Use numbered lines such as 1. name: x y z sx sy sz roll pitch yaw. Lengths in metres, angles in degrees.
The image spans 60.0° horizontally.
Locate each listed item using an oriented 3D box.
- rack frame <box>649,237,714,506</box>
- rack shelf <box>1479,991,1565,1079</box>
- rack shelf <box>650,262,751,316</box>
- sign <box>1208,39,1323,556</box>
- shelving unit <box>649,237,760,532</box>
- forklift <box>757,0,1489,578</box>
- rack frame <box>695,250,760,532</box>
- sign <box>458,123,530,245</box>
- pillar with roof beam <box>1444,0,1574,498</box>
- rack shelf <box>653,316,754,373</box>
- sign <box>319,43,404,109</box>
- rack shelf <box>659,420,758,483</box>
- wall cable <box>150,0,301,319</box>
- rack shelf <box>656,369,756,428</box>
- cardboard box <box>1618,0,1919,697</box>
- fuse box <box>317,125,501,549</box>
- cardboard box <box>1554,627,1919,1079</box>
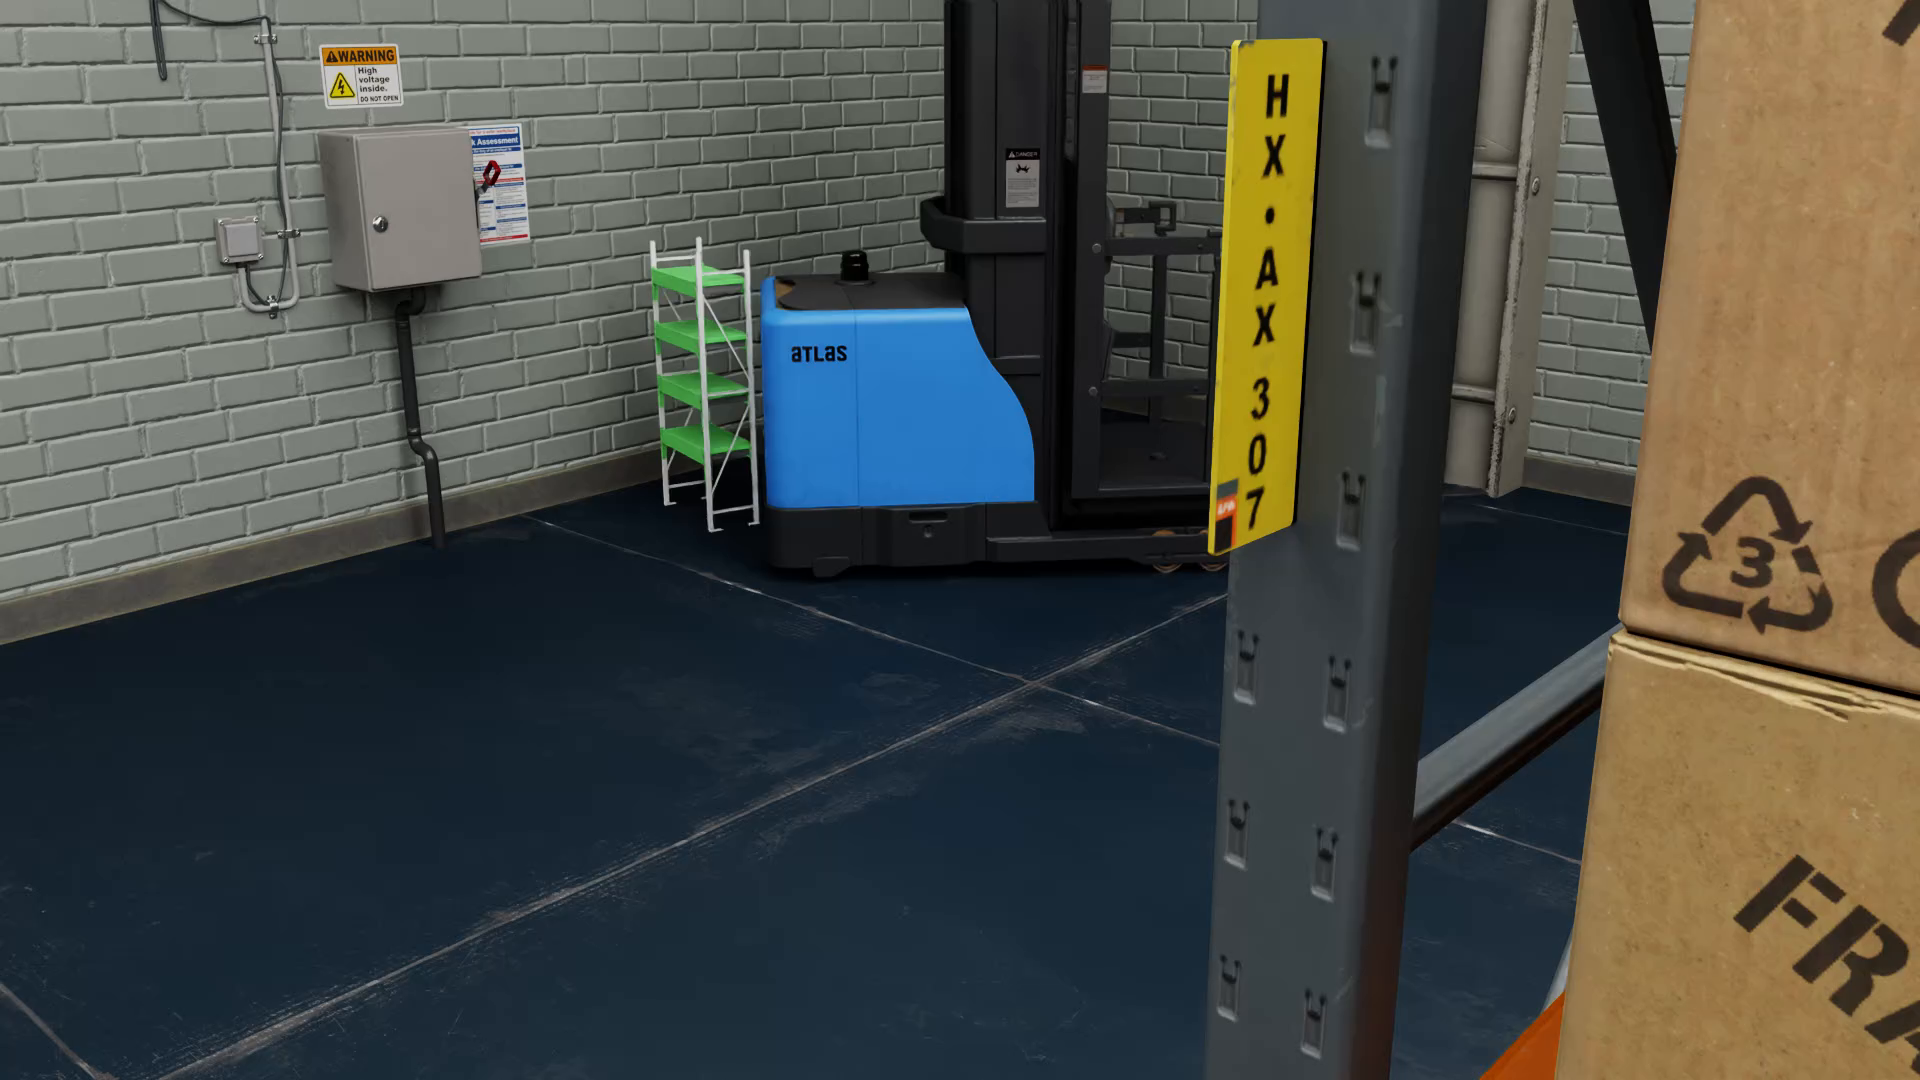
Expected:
1. rack frame: -1.251 -0.751 7.493 0.240 1.200 0.015 -11 21 -31
2. rack shelf: 2.067 0.915 0.458 4.000 0.370 1.077 15 23 39
3. rack shelf: -1.120 -1.085 7.171 0.258 0.148 0.480 -11 21 -31
4. sign: 0.198 -0.155 1.080 0.005 0.325 0.100 15 23 39
5. shelving unit: -1.120 -0.688 7.297 0.258 1.200 0.503 -11 21 -31
6. forklift: 0.682 -1.425 6.756 3.031 2.935 1.130 -2 18 -7
7. rack frame: -0.990 -0.626 7.100 0.240 1.200 0.015 -11 21 -31
8. sign: -1.986 -1.510 7.068 0.001 0.494 0.329 15 23 39
9. pillar with roof beam: -0.413 -3.584 3.528 0.400 9.000 9.100 15 23 39
10. rack shelf: -1.120 -0.856 7.243 0.258 0.148 0.480 -11 21 -31
11. sign: -2.350 -1.825 6.538 0.001 0.242 0.339 15 23 39
12. rack shelf: -1.120 -0.399 7.389 0.258 0.148 0.480 -11 21 -31
13. wall cable: -2.730 -1.764 6.030 0.122 1.984 0.588 15 23 39
14. rack shelf: -1.120 -0.627 7.316 0.258 0.148 0.480 -11 21 -31
15. cardboard box: 0.741 -0.193 0.942 0.500 0.500 0.500 14 23 38
16. fuse box: -2.159 -0.788 6.766 0.414 1.711 0.539 15 23 39
17. cardboard box: 0.739 0.284 1.091 0.500 0.500 0.500 15 23 39
